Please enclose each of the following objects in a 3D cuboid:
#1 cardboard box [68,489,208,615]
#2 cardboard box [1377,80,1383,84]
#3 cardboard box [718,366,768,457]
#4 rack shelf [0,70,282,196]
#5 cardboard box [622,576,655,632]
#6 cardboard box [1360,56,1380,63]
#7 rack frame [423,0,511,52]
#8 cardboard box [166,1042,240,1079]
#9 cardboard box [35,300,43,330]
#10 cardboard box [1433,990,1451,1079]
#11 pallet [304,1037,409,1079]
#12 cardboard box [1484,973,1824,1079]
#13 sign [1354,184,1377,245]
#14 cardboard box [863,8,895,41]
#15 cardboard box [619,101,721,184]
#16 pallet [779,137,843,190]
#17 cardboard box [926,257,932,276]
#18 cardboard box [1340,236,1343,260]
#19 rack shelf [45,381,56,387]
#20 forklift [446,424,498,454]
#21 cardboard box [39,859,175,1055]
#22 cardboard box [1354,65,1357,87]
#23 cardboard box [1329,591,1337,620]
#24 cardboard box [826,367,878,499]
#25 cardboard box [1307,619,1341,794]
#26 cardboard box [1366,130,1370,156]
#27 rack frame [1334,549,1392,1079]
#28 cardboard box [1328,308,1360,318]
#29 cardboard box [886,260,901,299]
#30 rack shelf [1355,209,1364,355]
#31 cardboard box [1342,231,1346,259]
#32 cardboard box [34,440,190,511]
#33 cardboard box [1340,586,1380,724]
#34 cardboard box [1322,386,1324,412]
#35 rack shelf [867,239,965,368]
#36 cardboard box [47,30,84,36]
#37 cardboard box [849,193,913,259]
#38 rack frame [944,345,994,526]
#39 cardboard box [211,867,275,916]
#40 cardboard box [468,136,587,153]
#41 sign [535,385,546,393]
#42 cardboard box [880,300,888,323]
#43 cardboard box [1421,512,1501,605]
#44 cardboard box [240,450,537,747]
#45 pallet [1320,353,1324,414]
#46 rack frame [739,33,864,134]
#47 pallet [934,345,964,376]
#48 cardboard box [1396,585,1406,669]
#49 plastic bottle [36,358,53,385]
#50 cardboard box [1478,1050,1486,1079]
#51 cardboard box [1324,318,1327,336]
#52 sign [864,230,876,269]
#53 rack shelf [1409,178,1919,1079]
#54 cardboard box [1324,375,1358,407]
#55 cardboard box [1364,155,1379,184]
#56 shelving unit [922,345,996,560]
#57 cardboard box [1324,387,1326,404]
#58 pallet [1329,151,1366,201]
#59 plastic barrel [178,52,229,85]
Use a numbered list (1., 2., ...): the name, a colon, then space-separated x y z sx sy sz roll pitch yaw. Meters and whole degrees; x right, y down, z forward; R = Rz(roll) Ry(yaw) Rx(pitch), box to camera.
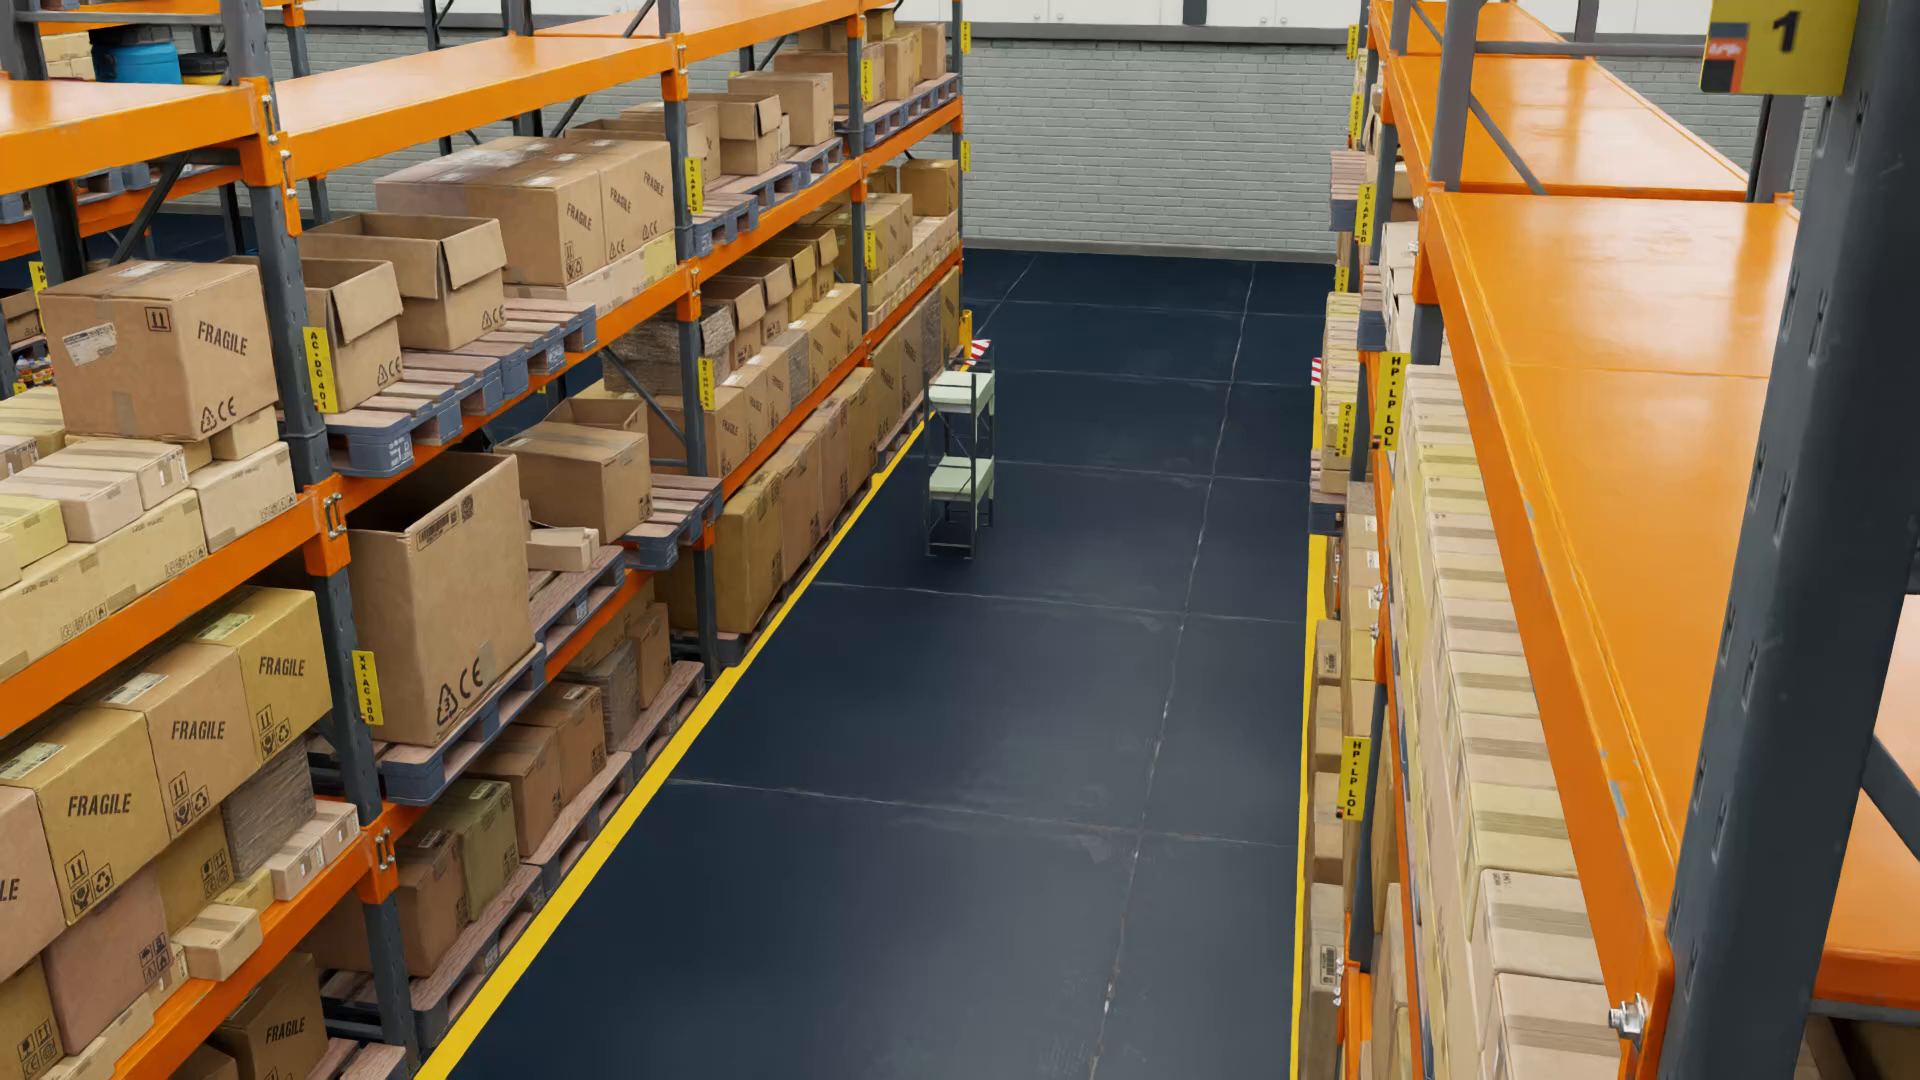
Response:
1. cardboard box: -2.876 0.014 5.489 0.500 0.250 0.500 5 22 12
2. cardboard box: 3.386 -3.523 13.069 0.380 0.149 0.250 5 22 12
3. cardboard box: -1.637 -0.896 11.429 0.500 0.500 0.500 4 22 9
4. rack shelf: -3.330 -0.757 4.155 1.077 0.370 4.000 4 22 11
5. cardboard box: -2.213 0.351 10.220 0.500 0.250 0.500 5 23 13
6. cardboard box: 3.730 -4.186 14.715 0.380 0.149 0.250 5 23 13
7. rack frame: -5.322 -6.590 17.670 1.000 3.000 0.127 4 22 11
8. cardboard box: -3.152 2.277 6.468 0.500 0.500 0.500 12 25 28
9. cardboard box: -10.264 -2.552 18.766 0.500 0.250 0.500 4 22 11
10. cardboard box: 0.989 0.895 2.741 0.380 0.149 0.250 5 22 11
11. pallet: -3.025 2.501 6.861 1.003 0.211 1.213 4 22 11
12. cardboard box: 0.886 0.711 2.131 0.380 0.149 0.250 5 22 11
13. sign: 2.198 -1.762 9.006 0.100 0.325 0.005 4 22 11
14. cardboard box: -0.896 -4.718 15.205 0.500 0.250 0.500 4 22 9
15. cardboard box: -1.962 -2.687 11.300 0.500 0.500 0.500 6 23 14
16. pallet: -1.429 -2.930 12.855 0.805 0.209 1.217 4 22 9
17. cardboard box: -0.483 -2.689 16.352 0.380 0.149 0.250 5 22 11
18. cardboard box: 3.915 -2.858 15.903 0.500 0.500 0.500 5 22 11
19. rack shelf: -6.547 -1.279 13.477 1.077 0.370 4.000 4 22 11
20. forklift: -3.975 -0.668 11.089 3.031 2.935 1.130 -10 24 -23
21. cardboard box: -3.214 1.305 5.565 0.875 0.500 0.500 4 22 11
22. cardboard box: 3.912 -4.236 15.374 0.500 0.250 0.500 4 22 10
23. cardboard box: 2.607 0.615 10.594 0.500 0.500 0.500 4 22 11
24. cardboard box: -1.401 -0.940 13.955 1.225 0.875 0.875 5 22 11
25. cardboard box: 2.517 0.976 9.364 1.050 0.750 0.750 4 22 10
26. cardboard box: 3.160 -2.791 11.809 0.500 0.311 0.500 4 22 10
27. rack frame: 1.913 1.374 5.926 1.000 3.000 0.127 4 22 11
28. cardboard box: 2.909 -1.601 12.291 0.380 0.149 0.250 5 22 11
29. cardboard box: -0.831 -2.368 15.022 0.500 0.250 0.500 4 22 11
30. rack shelf: 3.137 -1.878 10.949 1.077 0.370 4.000 4 22 11
31. cardboard box: 3.477 -2.582 13.878 0.500 0.500 0.500 4 22 9
32. cardboard box: -2.816 -0.218 5.531 0.380 0.149 0.250 3 22 8
33. cardboard box: 2.065 0.561 7.811 0.500 0.500 0.500 4 22 10
34. cardboard box: 2.699 -0.951 11.474 0.380 0.149 0.250 3 22 8
35. rack shelf: -0.882 -2.364 16.172 1.077 0.370 4.000 4 22 11
36. cardboard box: -10.260 -5.898 18.497 0.700 0.500 0.500 4 22 11
37. cardboard box: -0.732 -2.909 15.359 0.500 0.500 0.500 4 22 9
38. rack frame: 0.073 -0.827 13.400 0.400 1.500 0.023 4 22 11
39. cardboard box: -2.848 1.354 6.312 0.380 0.149 0.250 4 22 11
40. cardboard box: -2.454 -2.021 9.538 0.500 0.500 0.500 5 22 11
41. sign: -2.650 -1.082 10.475 0.100 0.325 0.005 4 22 11
42. cardboard box: -0.850 -2.029 14.712 0.380 0.149 0.250 4 22 9
43. cardboard box: 1.247 0.061 3.744 0.380 0.149 0.250 4 22 11
44. cardboard box: -2.623 0.206 7.461 1.000 1.000 1.000 5 22 11
45. pallet: 3.247 -1.194 12.560 1.003 0.211 1.213 4 22 11
46. rack frame: -1.290 -4.749 13.101 1.000 3.000 0.127 4 22 11
47. pallet: -0.560 -1.838 17.634 1.003 0.211 1.213 4 22 11
48. cardboard box: 1.351 0.243 4.360 0.380 0.149 0.250 4 22 10
49. plastic bottle: -7.082 -1.308 12.853 0.097 0.201 0.097 0 22 0
50. cardboard box: 0.923 0.936 2.106 0.500 0.250 0.500 5 22 12
51. cardboard box: 3.015 -1.659 12.833 0.380 0.149 0.250 5 22 12
52. sign: -0.757 -2.429 13.926 0.100 0.325 0.005 4 22 11
53. rack shelf: 1.505 -0.158 3.198 1.077 0.370 4.000 4 22 11
54. cardboard box: 2.538 -0.942 10.656 0.380 0.149 0.250 5 22 13
55. cardboard box: 2.792 -2.121 10.456 0.500 0.500 0.500 4 22 11
56. shelving unit: -0.001 -0.693 13.067 0.431 1.500 0.755 4 22 11
57. cardboard box: 2.593 -0.897 10.941 0.380 0.149 0.250 4 22 11
58. pallet: 3.315 -2.638 12.125 1.213 0.211 1.003 4 22 11
59. plastic barrel: -6.126 -3.668 13.618 0.600 0.588 0.600 0 22 0
